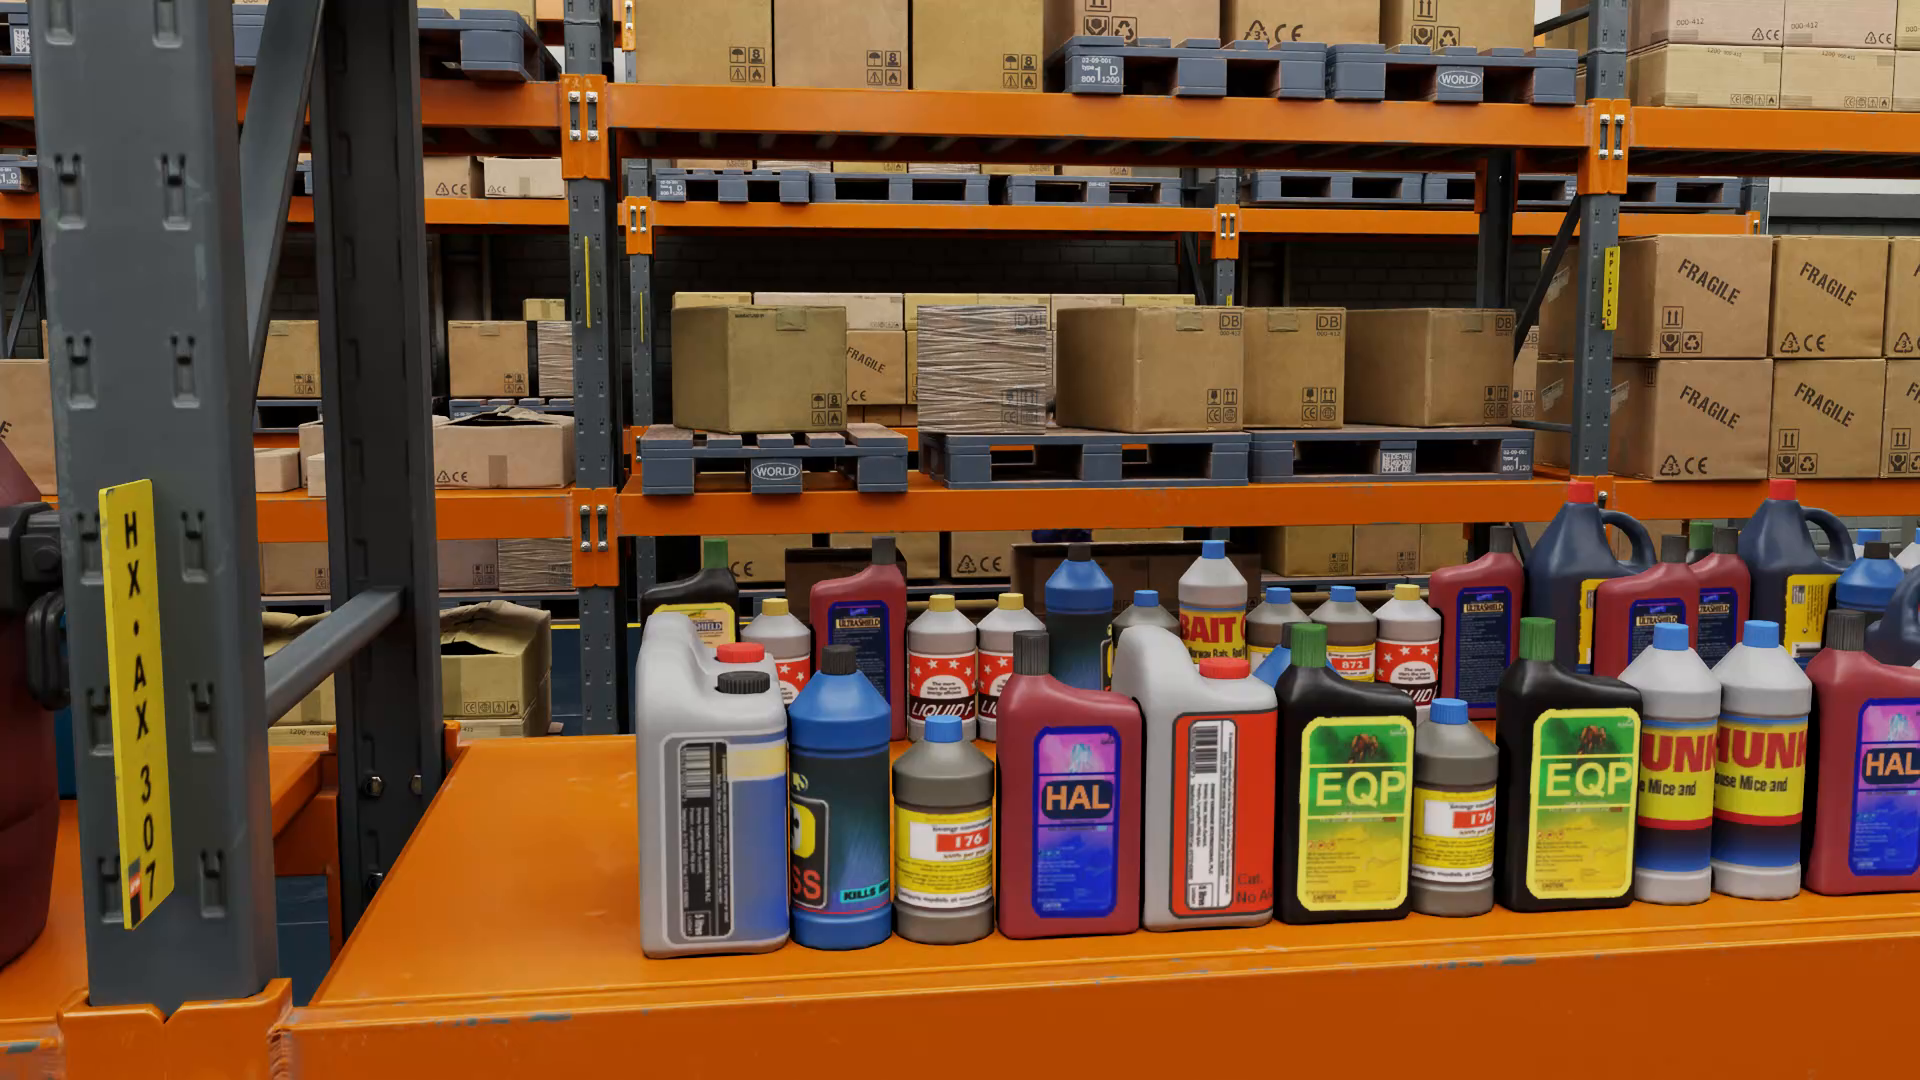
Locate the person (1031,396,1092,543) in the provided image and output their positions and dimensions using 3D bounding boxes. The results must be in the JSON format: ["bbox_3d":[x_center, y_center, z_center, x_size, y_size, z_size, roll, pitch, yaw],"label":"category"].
[{"bbox_3d":[0.573,-0.026,9.205,0.339,1.637,0.476,-1,7,-8],"label":"person"}]
